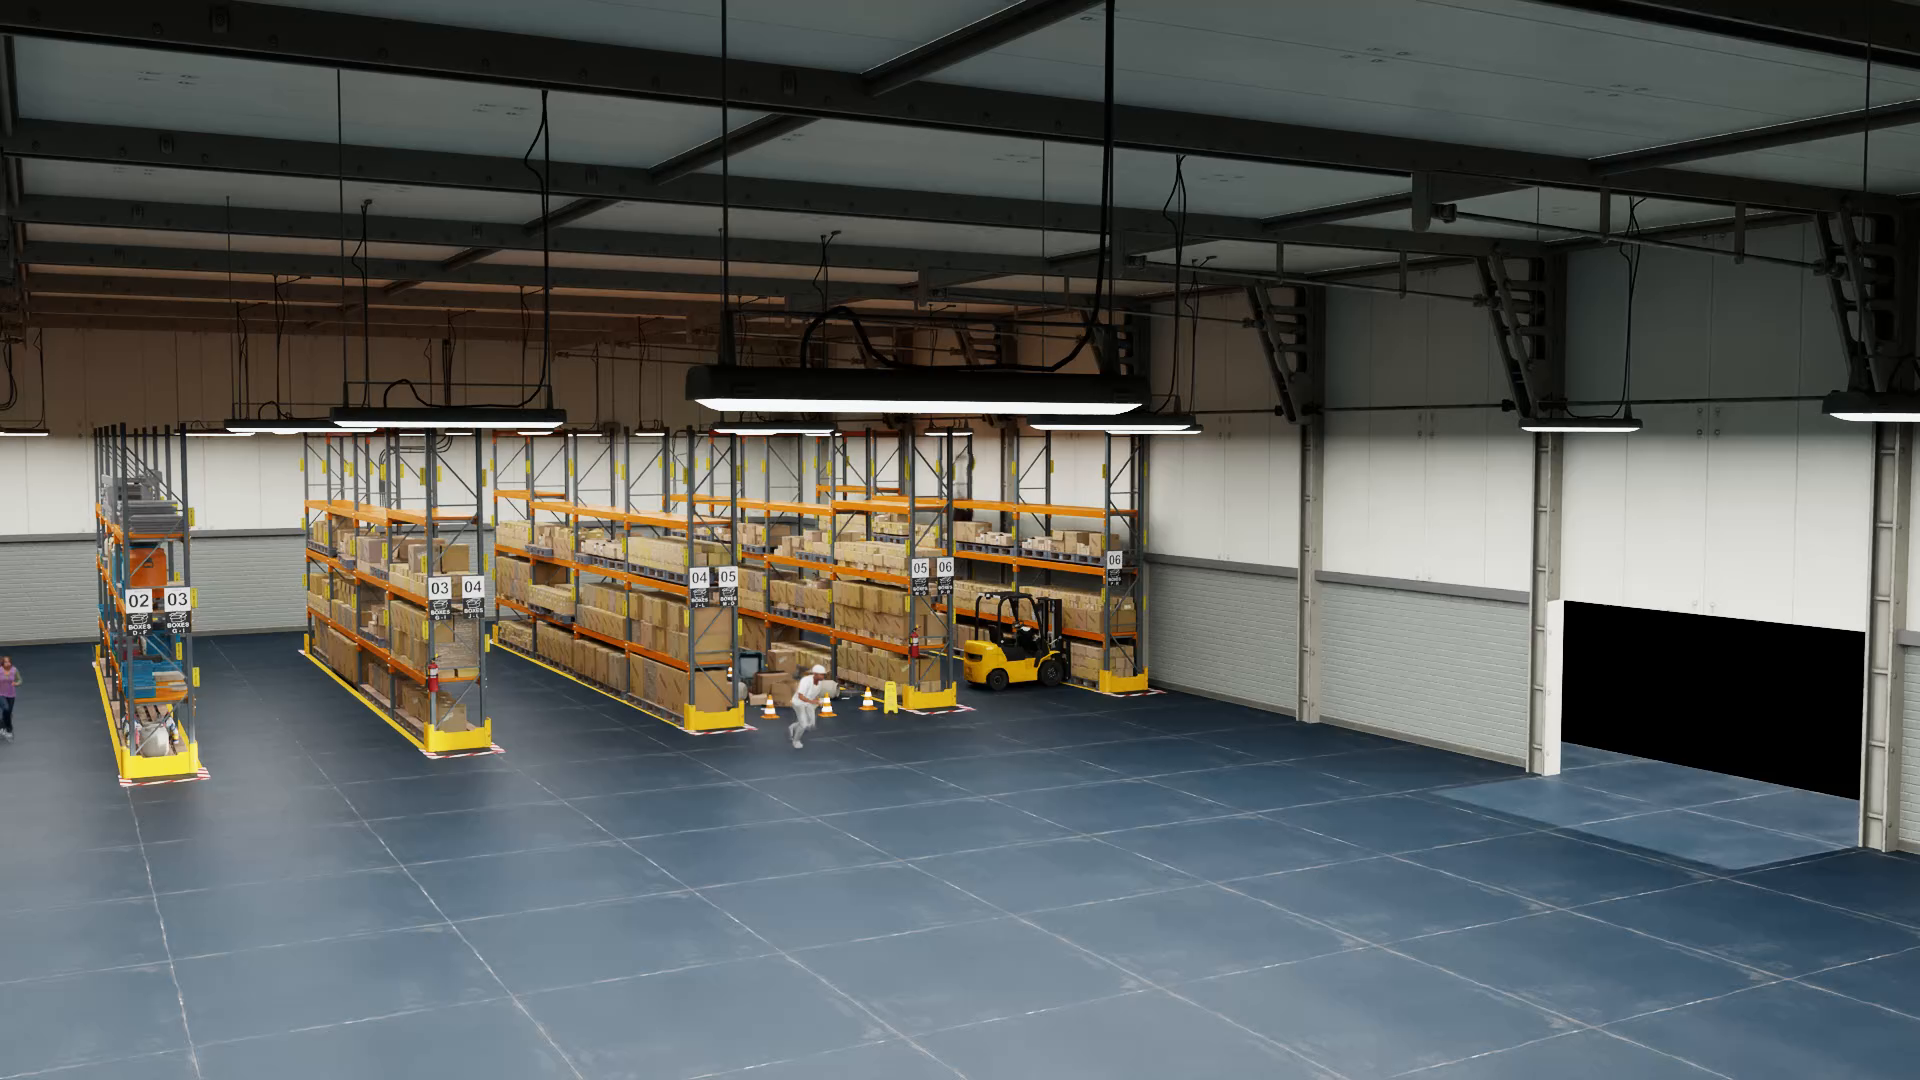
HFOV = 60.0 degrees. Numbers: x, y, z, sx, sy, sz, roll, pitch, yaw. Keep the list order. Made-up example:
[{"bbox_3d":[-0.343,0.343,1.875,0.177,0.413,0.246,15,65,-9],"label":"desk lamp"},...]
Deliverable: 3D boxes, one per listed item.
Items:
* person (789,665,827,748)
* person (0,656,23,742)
[{"bbox_3d":[-2.807,3.073,30.844,0.860,1.571,0.728,2,4,31],"label":"person"},{"bbox_3d":[-18.205,3.009,31.710,0.556,1.618,0.791,-3,5,-43],"label":"person"}]
